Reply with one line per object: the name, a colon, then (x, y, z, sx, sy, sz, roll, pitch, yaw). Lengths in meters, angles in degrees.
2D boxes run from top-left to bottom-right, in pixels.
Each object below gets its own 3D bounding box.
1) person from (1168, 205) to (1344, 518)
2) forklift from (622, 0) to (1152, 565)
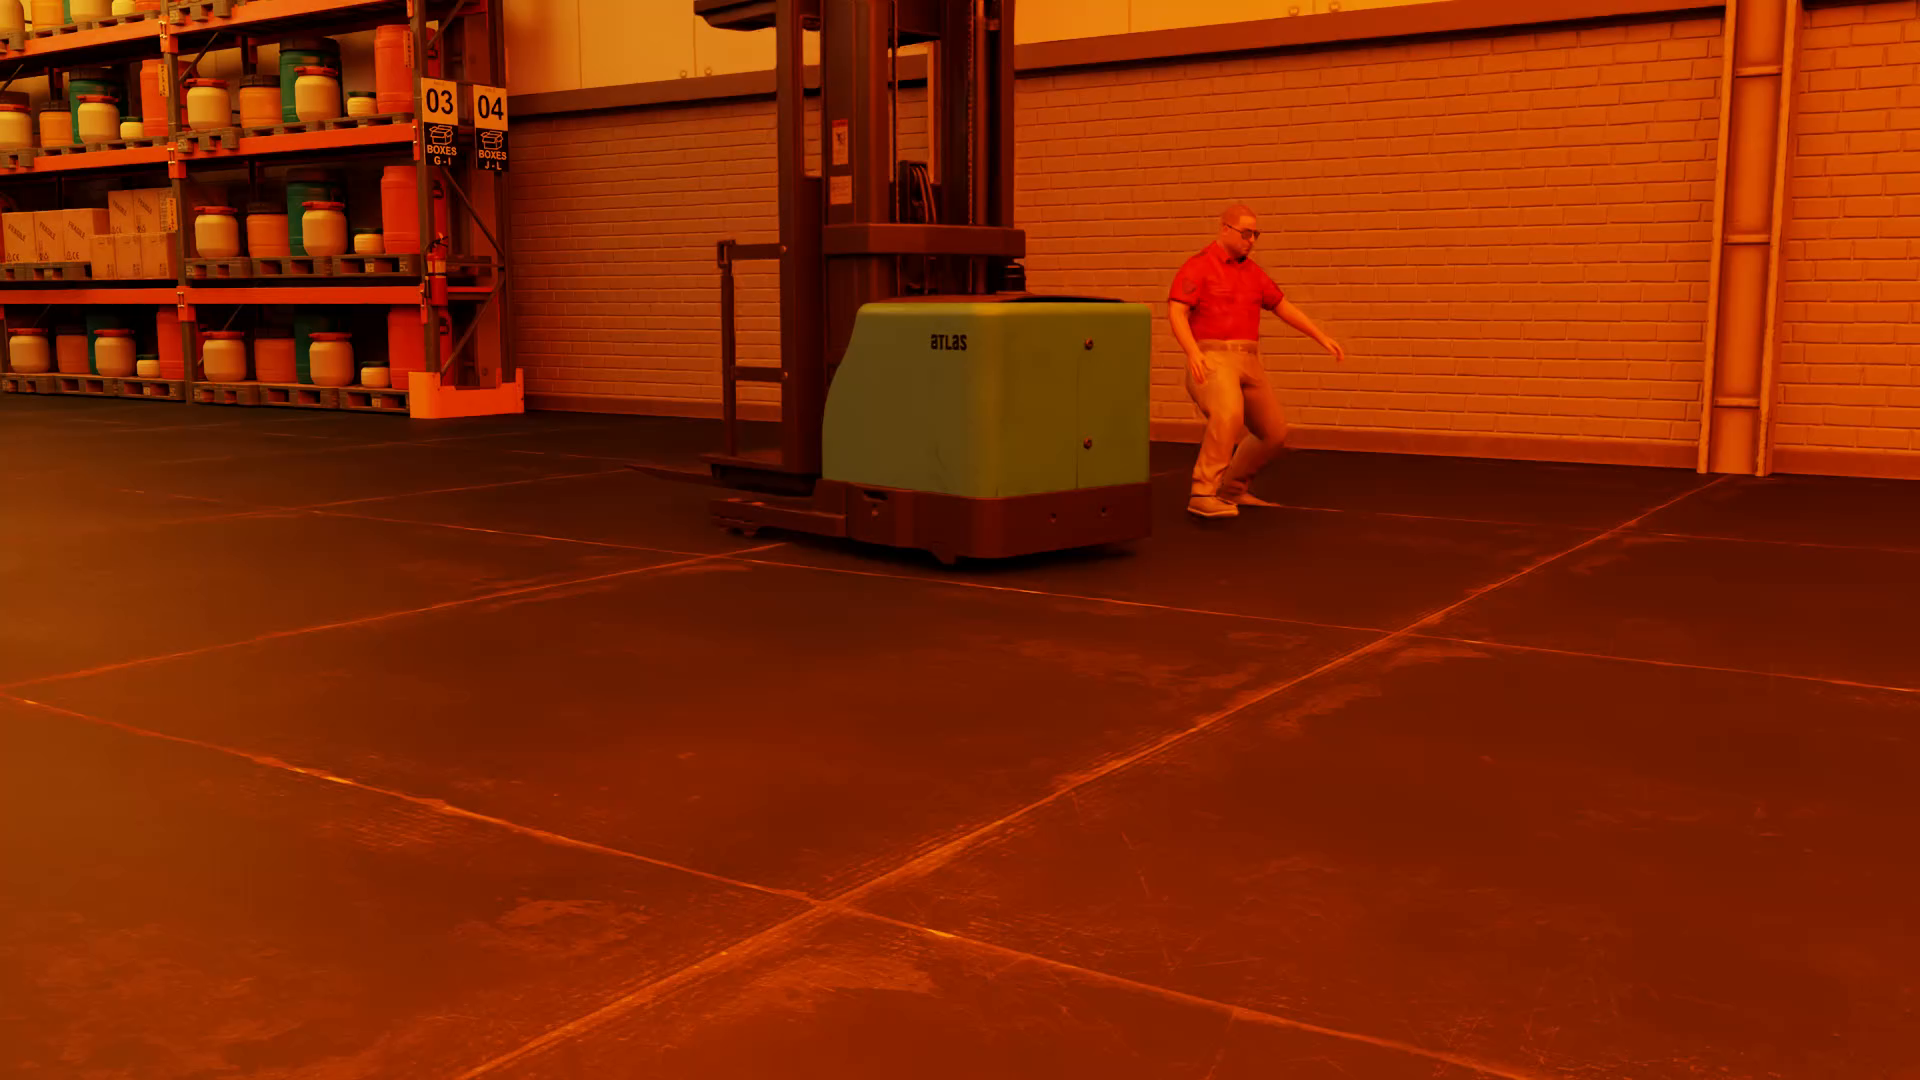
person: (1.436, -0.892, 8.467, 0.999, 1.601, 0.825, -6, 10, -35)
forklift: (-0.533, -1.506, 7.787, 1.130, 2.935, 3.031, -7, 11, -42)
